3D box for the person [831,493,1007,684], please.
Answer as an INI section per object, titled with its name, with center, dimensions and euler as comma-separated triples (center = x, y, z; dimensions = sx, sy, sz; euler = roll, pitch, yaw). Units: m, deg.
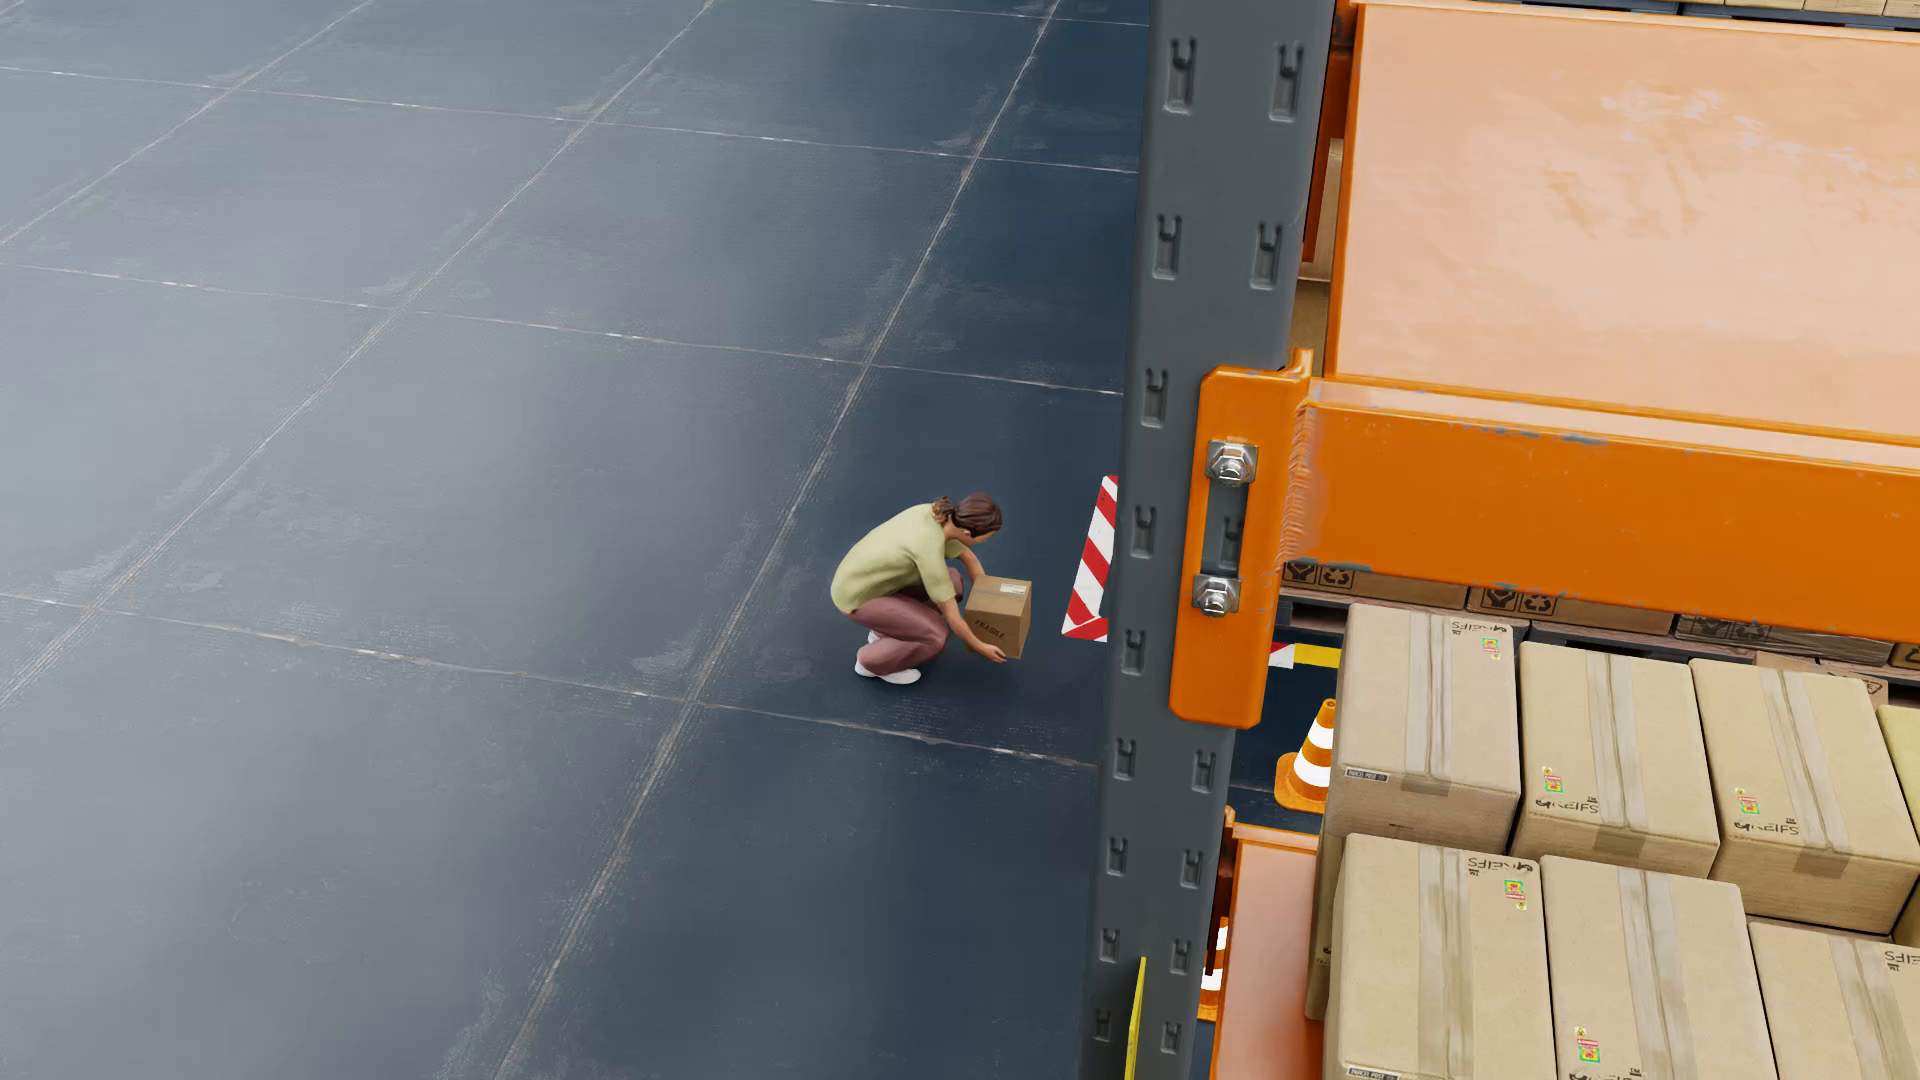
[person]
center = -0.161, 0.184, 7.348
dimensions = 0.807, 0.929, 0.494
euler = 8, 37, 10
